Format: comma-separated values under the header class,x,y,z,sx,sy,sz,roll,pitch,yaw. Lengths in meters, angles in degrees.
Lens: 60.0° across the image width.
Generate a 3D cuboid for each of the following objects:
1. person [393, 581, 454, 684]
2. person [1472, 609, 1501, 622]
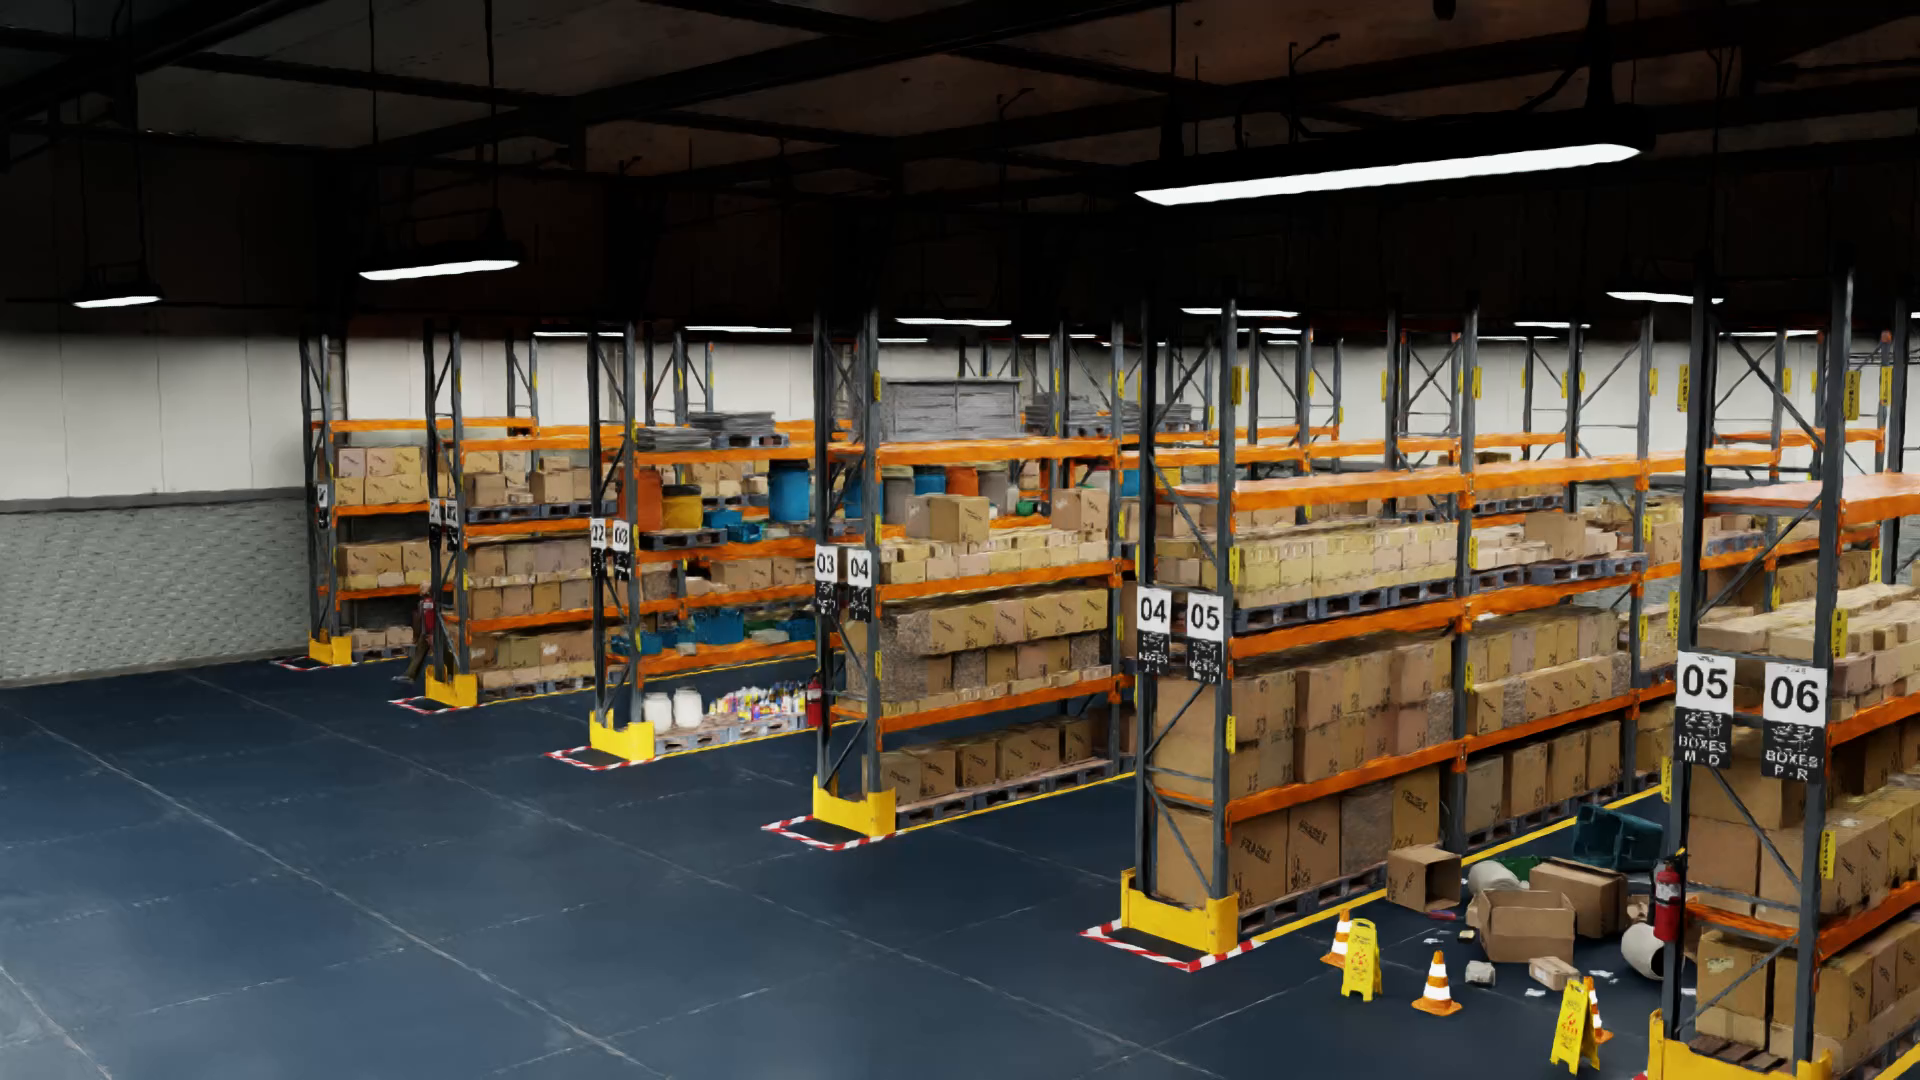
class,x,y,z,sx,sy,sz,roll,pitch,yaw
person,-8.788,1.520,27.446,0.603,1.710,1.138,5,8,41
person,7.924,1.723,25.138,0.608,1.787,0.489,-1,6,-13
